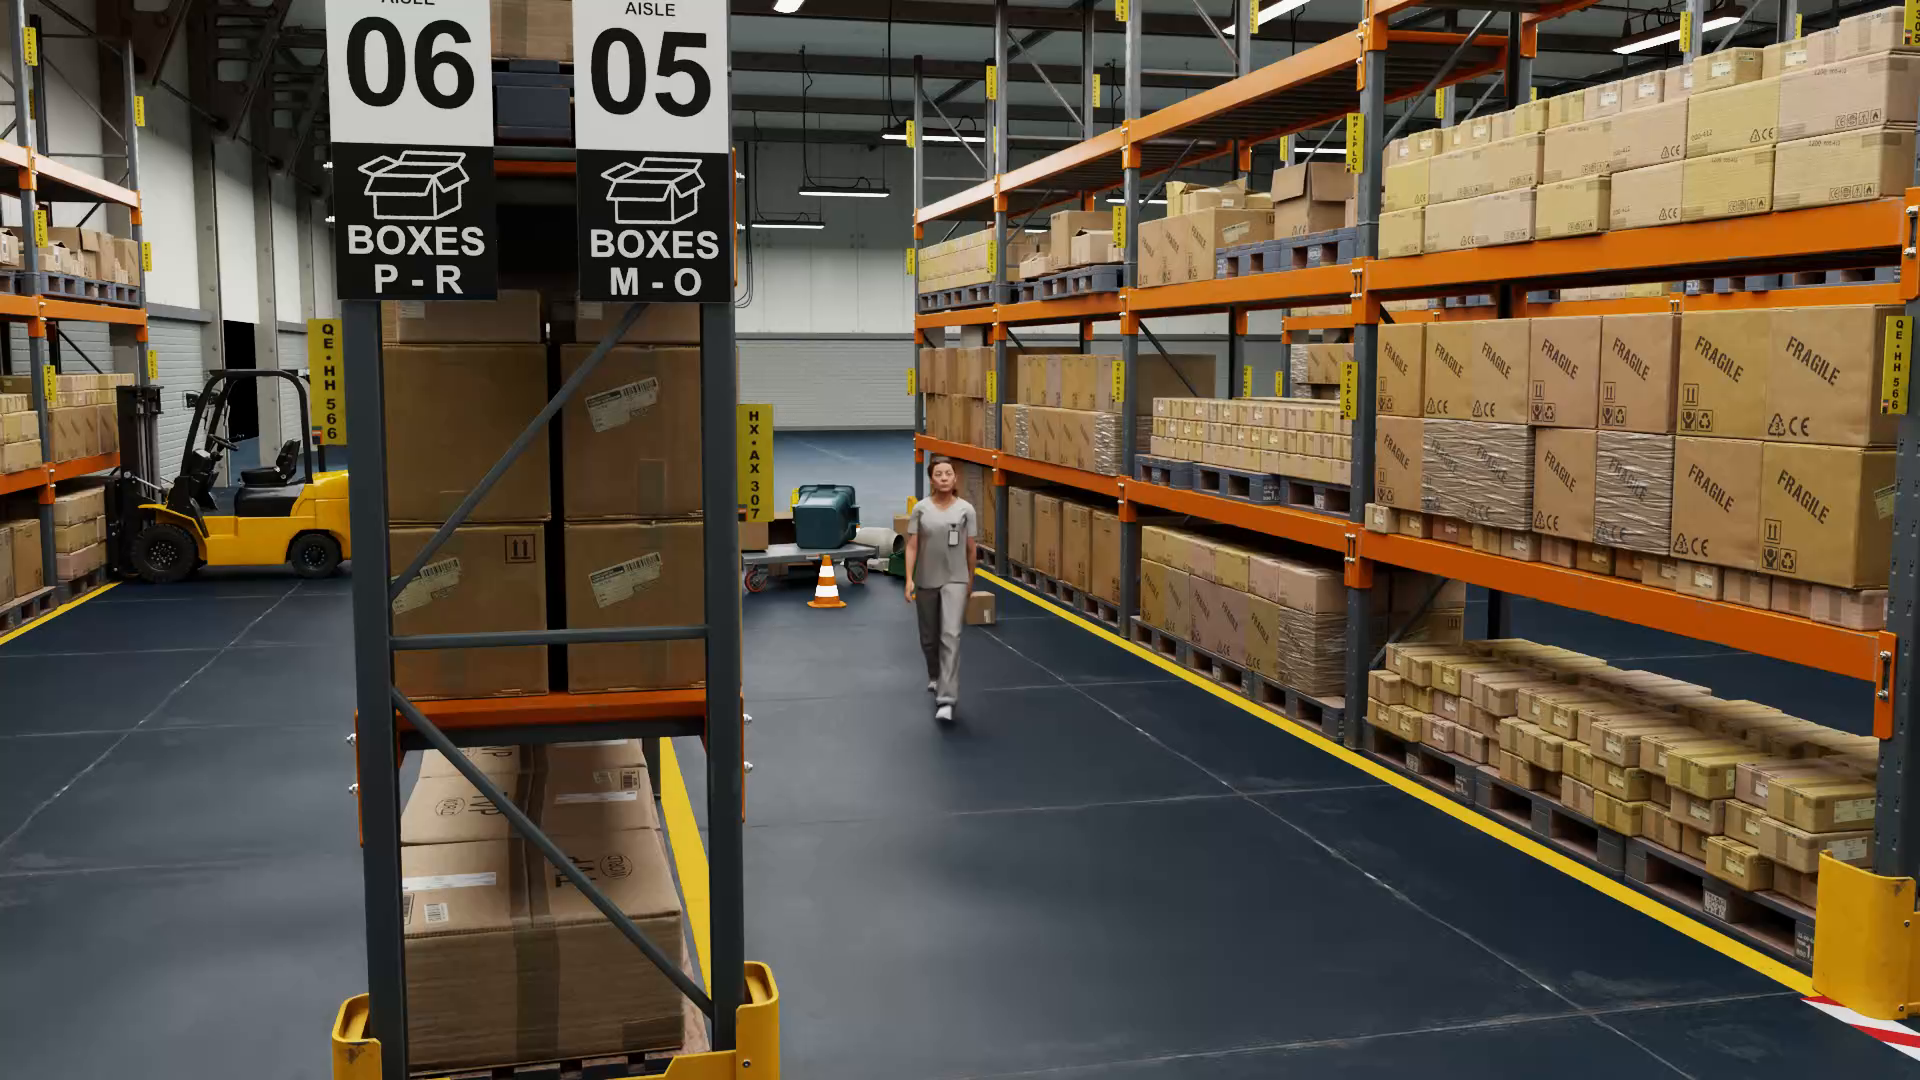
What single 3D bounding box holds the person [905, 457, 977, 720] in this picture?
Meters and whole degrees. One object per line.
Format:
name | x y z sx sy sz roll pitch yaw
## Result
person | -0.124 0.281 10.587 0.443 1.621 1.001 1 6 8
